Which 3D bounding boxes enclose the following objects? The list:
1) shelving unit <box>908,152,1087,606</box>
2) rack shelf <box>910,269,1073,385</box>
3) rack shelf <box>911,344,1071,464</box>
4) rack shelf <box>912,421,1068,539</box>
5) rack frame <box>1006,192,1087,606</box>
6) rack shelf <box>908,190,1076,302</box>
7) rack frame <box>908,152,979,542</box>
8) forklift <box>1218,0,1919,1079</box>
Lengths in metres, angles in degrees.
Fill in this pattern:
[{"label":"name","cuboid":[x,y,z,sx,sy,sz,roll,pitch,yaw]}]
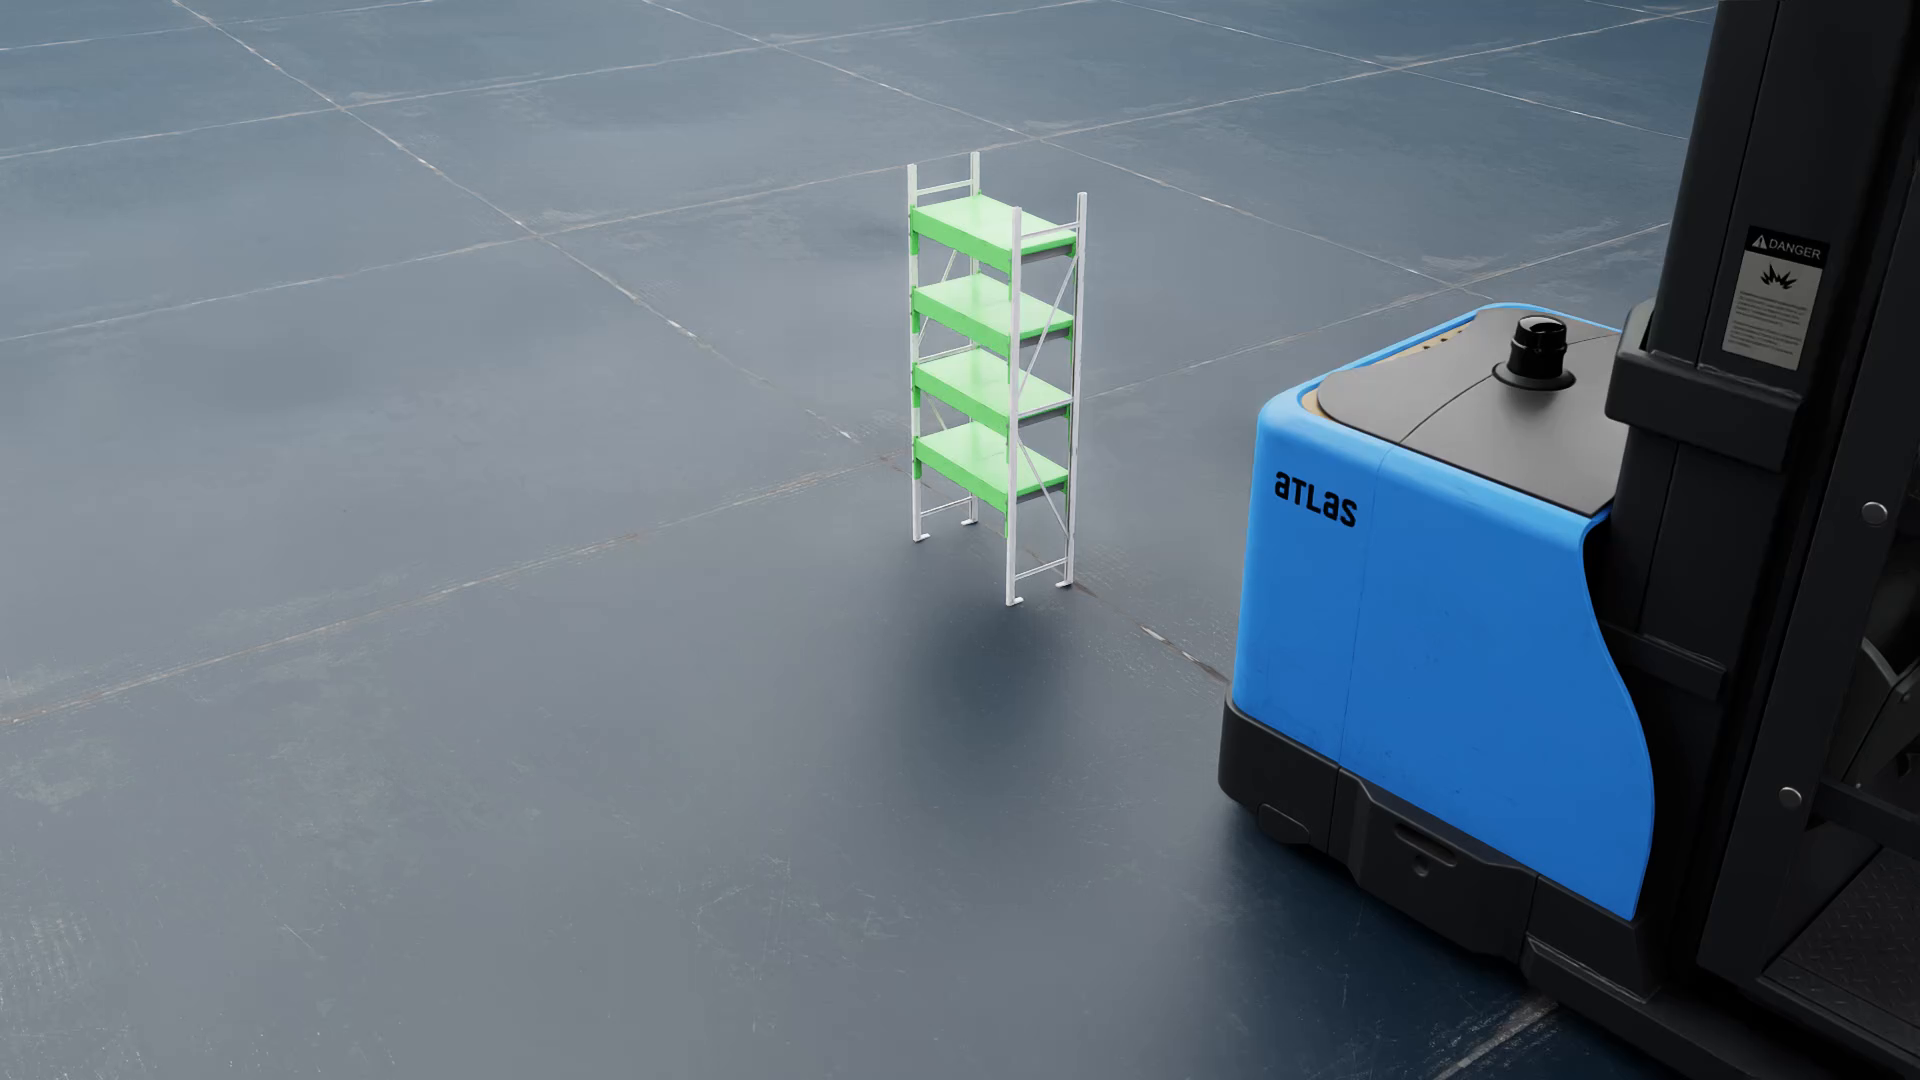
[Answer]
[{"label":"shelving unit","cuboid":[0.096,-0.463,4.845,0.258,1.200,0.503,-19,34,-31]},{"label":"rack shelf","cuboid":[0.096,-0.618,4.761,0.258,0.148,0.480,-19,34,-31]},{"label":"rack shelf","cuboid":[0.096,-0.407,4.876,0.258,0.148,0.480,-19,34,-31]},{"label":"rack shelf","cuboid":[0.096,-0.196,4.990,0.258,0.148,0.480,-19,34,-31]},{"label":"rack frame","cuboid":[0.238,-0.368,4.670,0.240,1.200,0.015,-19,34,-31]},{"label":"rack shelf","cuboid":[0.096,-0.829,4.647,0.258,0.148,0.480,-19,34,-31]},{"label":"rack frame","cuboid":[-0.046,-0.558,5.020,0.240,1.200,0.015,-19,34,-31]},{"label":"forklift","cuboid":[1.985,-0.275,2.686,1.130,2.935,3.031,-23,36,-36]}]
